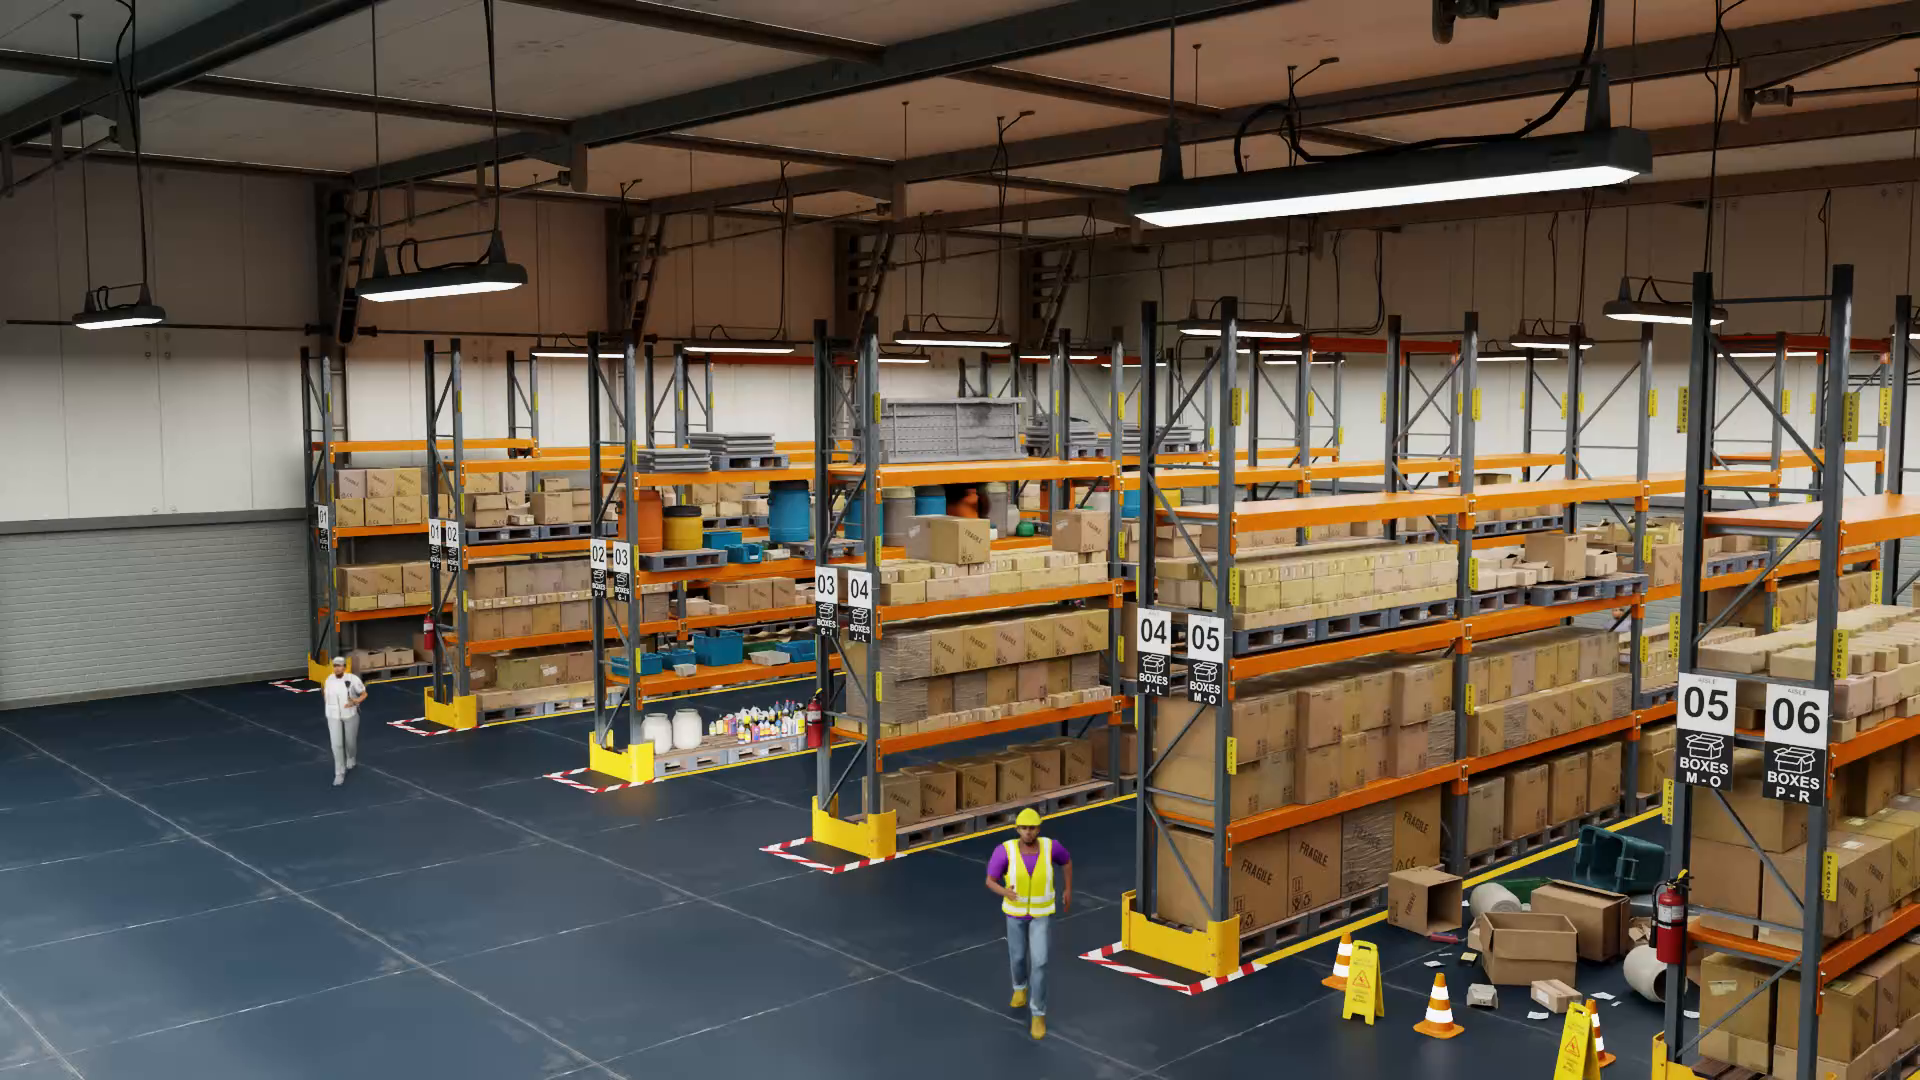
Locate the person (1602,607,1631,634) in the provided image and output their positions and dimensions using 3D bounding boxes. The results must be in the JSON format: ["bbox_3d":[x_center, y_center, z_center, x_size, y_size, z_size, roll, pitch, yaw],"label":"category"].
[{"bbox_3d":[11.082,1.893,27.965,0.604,1.595,0.646,4,7,40],"label":"person"}]

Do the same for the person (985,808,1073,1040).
[{"bbox_3d":[0.567,3.087,13.634,0.713,1.829,0.790,0,5,3],"label":"person"}]

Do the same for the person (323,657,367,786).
[{"bbox_3d":[-8.257,2.387,22.313,0.598,1.677,0.830,-1,5,-10],"label":"person"}]
